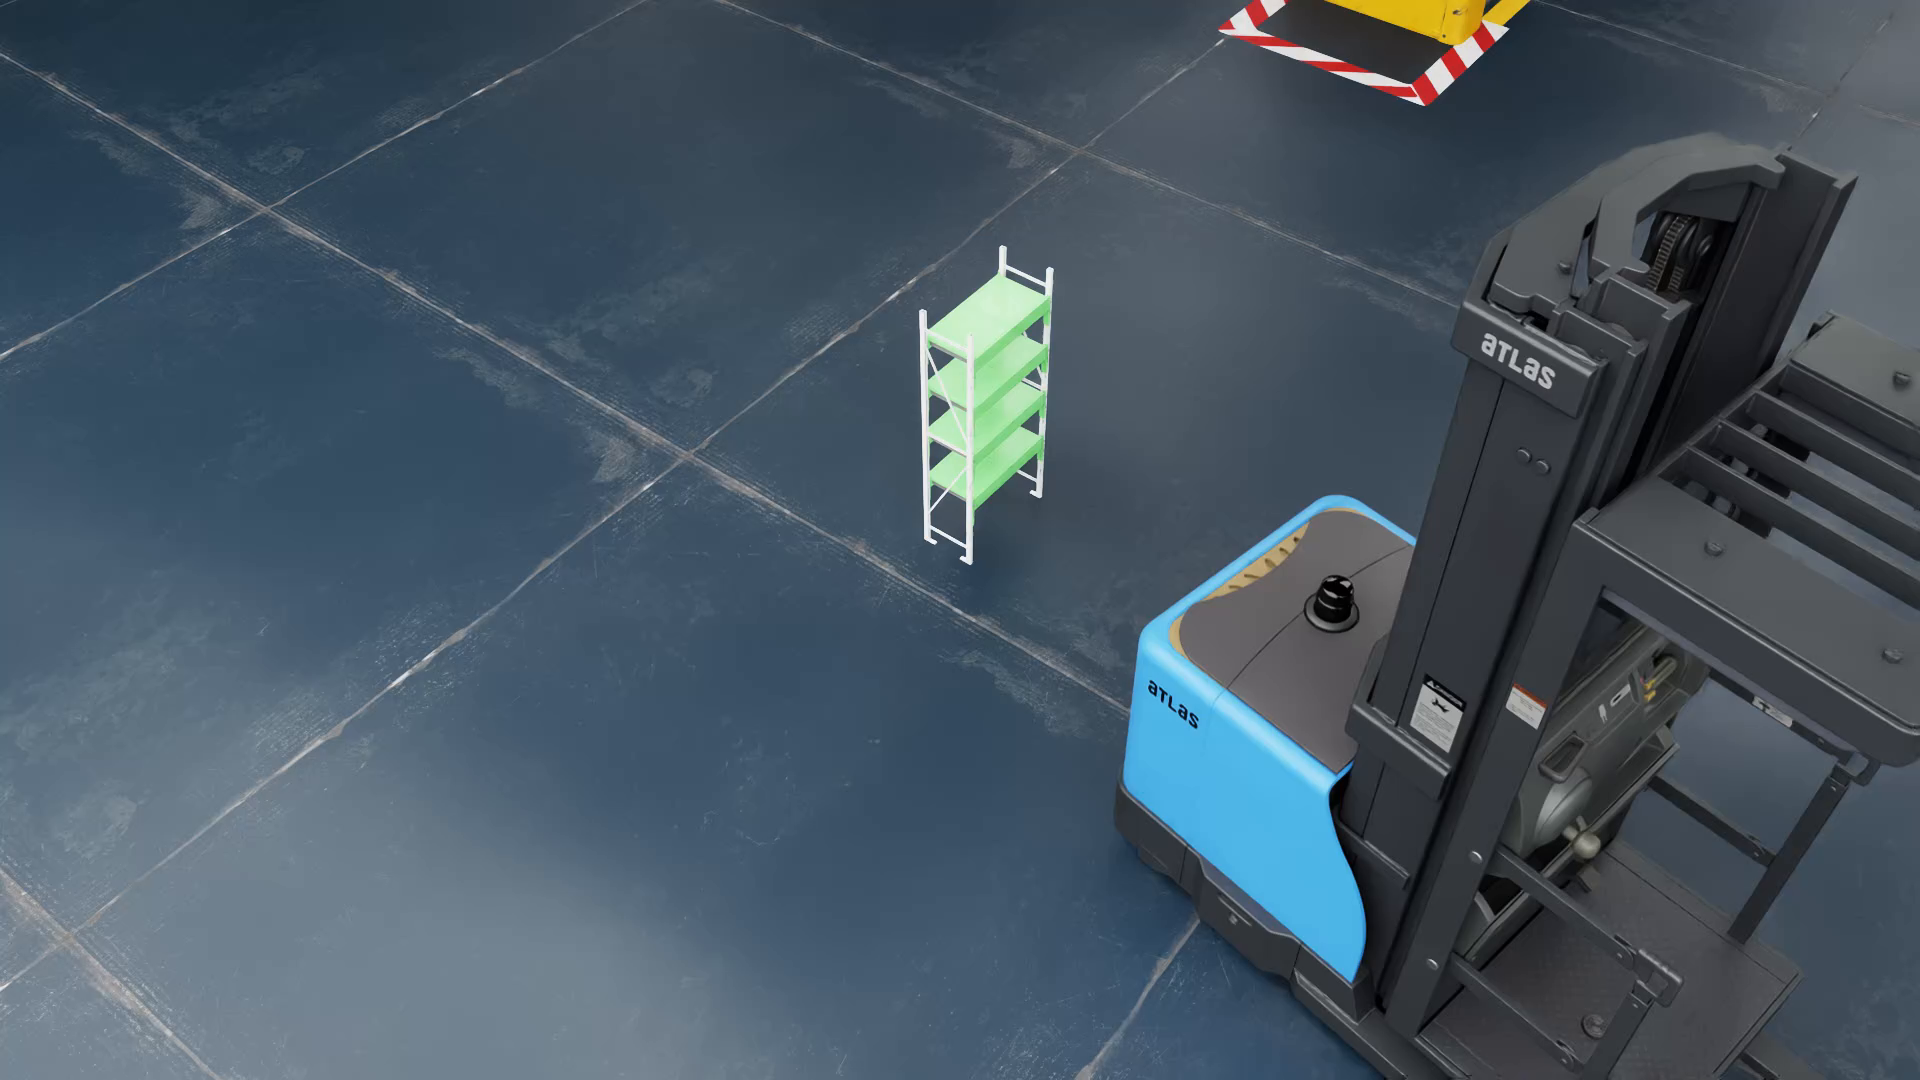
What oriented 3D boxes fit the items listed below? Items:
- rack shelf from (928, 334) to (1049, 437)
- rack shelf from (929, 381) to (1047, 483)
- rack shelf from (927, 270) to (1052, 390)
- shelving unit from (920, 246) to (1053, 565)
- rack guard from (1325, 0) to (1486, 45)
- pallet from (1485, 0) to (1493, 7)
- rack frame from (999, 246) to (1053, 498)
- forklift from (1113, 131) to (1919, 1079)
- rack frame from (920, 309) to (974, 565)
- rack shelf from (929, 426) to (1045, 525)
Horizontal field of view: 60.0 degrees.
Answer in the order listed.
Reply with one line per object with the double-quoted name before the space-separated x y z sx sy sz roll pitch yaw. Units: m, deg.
"rack shelf" 0.101 -0.631 6.444 0.258 0.148 0.480 29 53 25
"rack shelf" 0.101 -0.465 6.618 0.258 0.148 0.480 29 53 25
"rack shelf" 0.101 -0.797 6.270 0.258 0.148 0.480 29 53 25
"shelving unit" 0.101 -0.509 6.571 0.258 1.200 0.503 29 53 25
"rack guard" 2.528 -3.384 9.802 1.175 0.500 0.348 29 53 25
"pallet" 3.029 -3.747 10.348 1.003 0.211 1.213 29 53 25
"rack frame" 0.250 -0.649 6.705 0.240 1.200 0.015 29 53 25
"forklift" 1.899 0.578 4.336 1.130 2.935 3.031 -33 55 -27
"rack frame" -0.048 -0.370 6.438 0.240 1.200 0.015 29 53 25
"rack shelf" 0.101 -0.299 6.791 0.258 0.148 0.480 29 53 25
